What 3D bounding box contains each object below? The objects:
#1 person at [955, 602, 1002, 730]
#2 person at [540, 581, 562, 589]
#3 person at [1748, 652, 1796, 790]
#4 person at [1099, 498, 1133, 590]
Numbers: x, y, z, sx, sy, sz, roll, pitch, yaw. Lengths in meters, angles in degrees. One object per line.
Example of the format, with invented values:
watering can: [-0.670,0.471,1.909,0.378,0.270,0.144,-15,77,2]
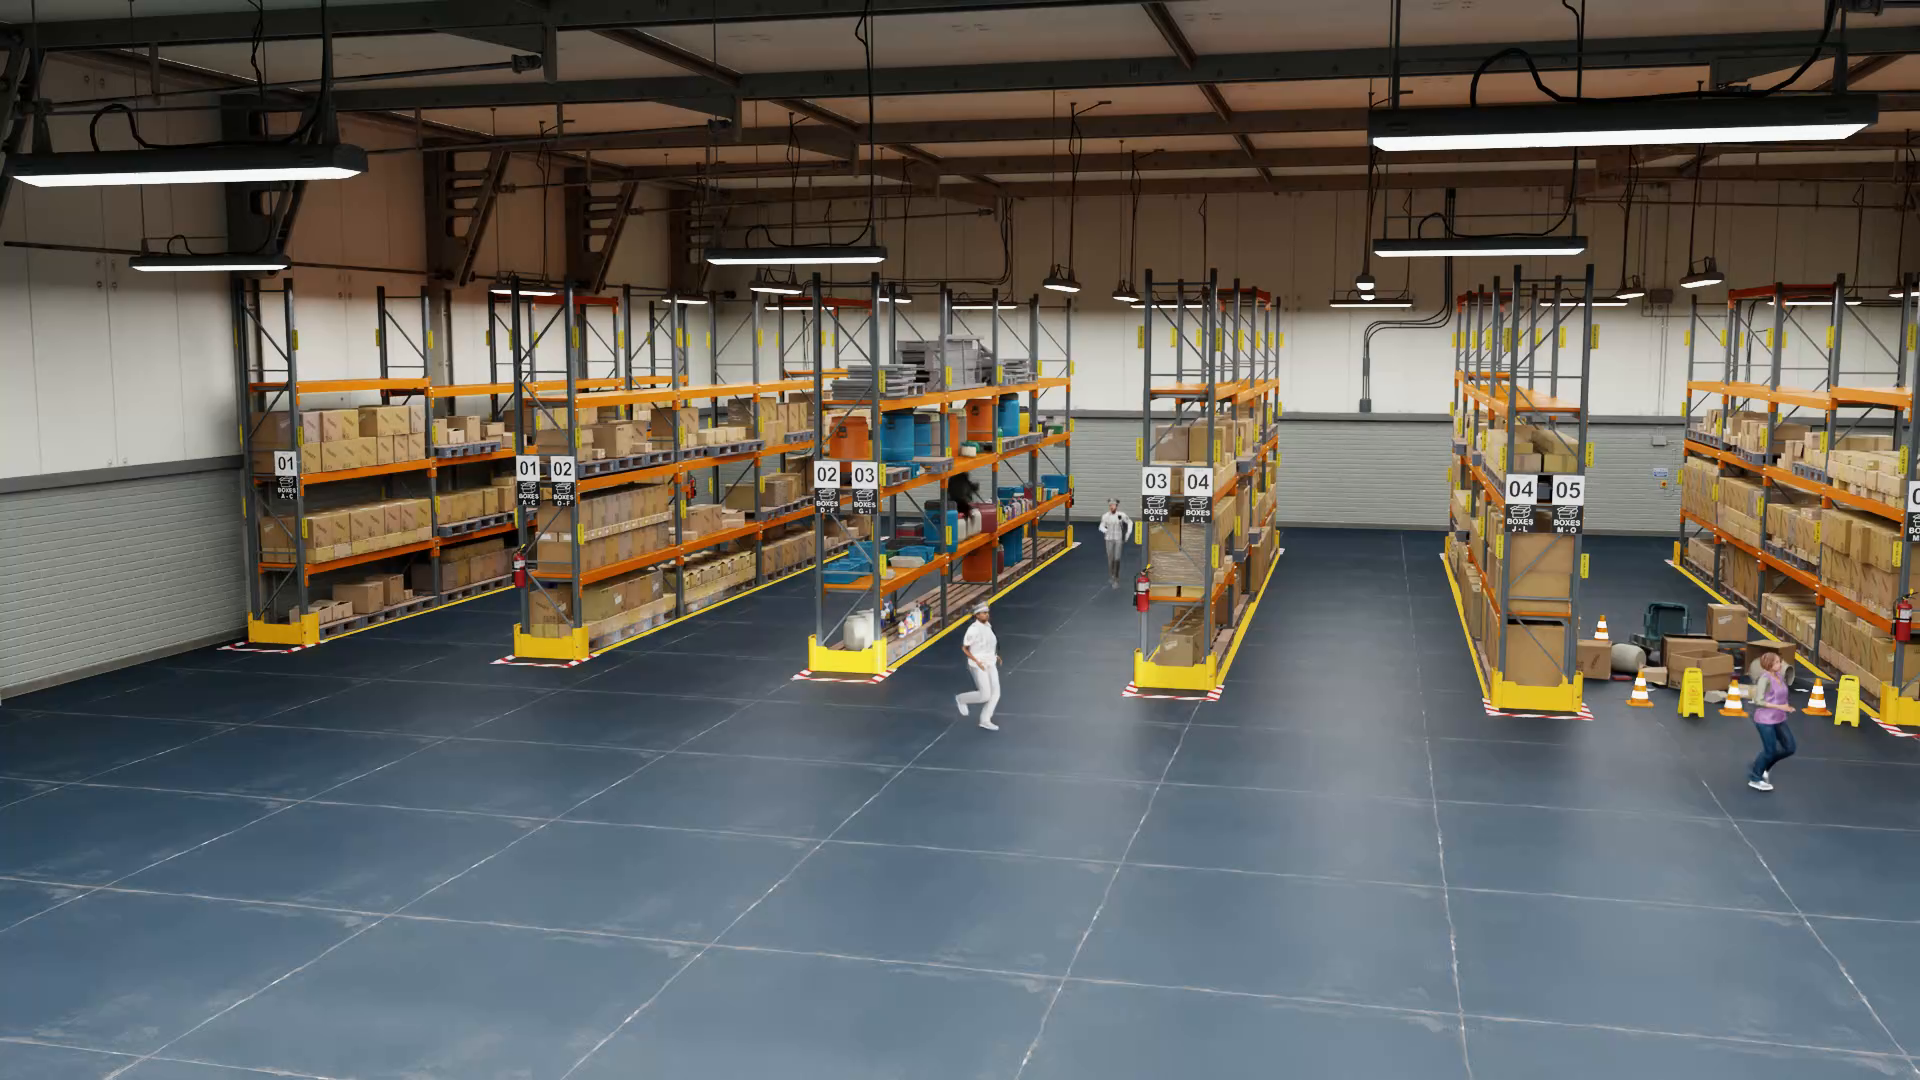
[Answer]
person: [0.255,1.612,21.550,0.611,1.665,0.575,5,9,37]
person: [-7.215,0.672,29.453,0.620,1.614,0.824,1,7,10]
person: [9.035,2.026,18.419,0.524,1.544,0.537,-5,8,-34]
person: [3.003,0.062,32.253,0.618,1.771,0.697,2,7,15]
